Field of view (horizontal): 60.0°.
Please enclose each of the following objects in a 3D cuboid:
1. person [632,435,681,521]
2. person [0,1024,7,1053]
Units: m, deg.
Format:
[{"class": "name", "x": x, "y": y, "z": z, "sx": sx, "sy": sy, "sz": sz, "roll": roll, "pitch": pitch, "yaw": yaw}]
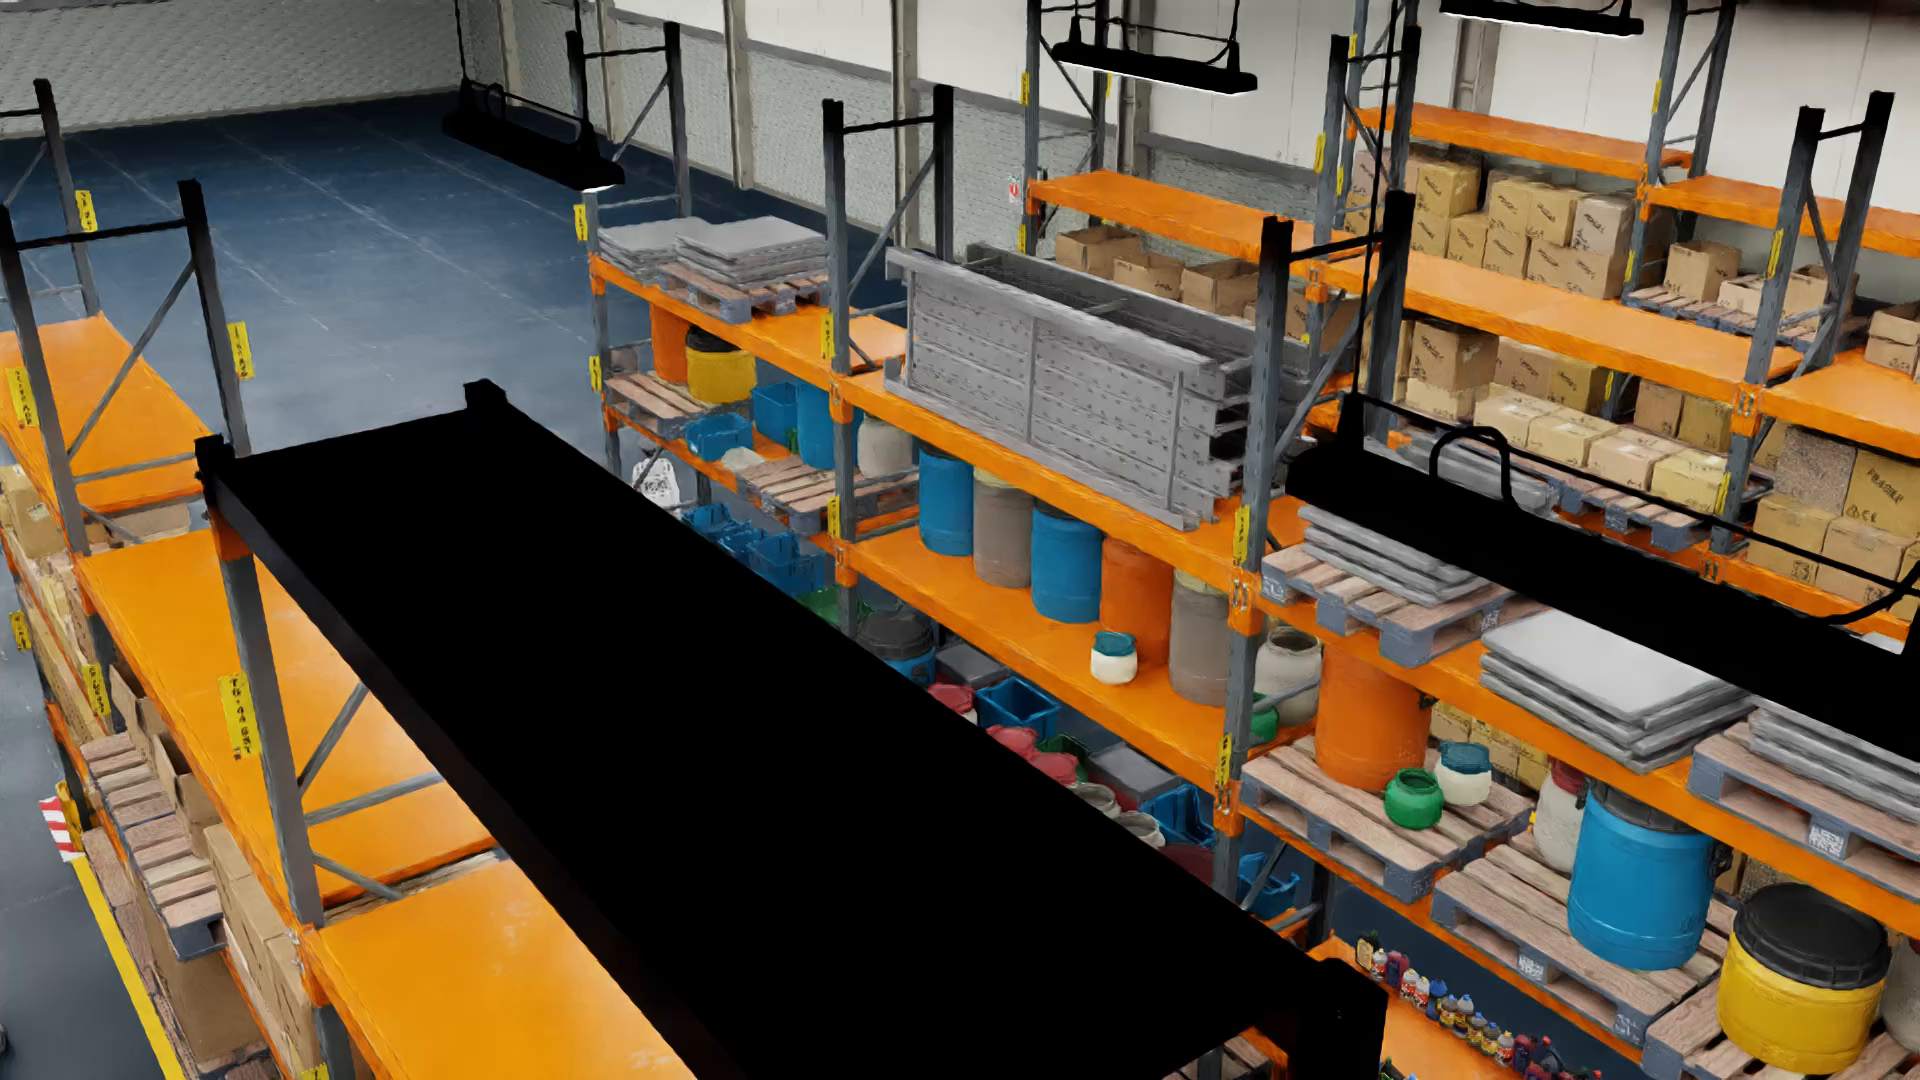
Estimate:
[{"class": "person", "x": -3.264, "y": -0.367, "z": 17.805, "sx": 0.481, "sy": 1.621, "sz": 0.981, "roll": -12, "pitch": 28, "yaw": -25}, {"class": "person", "x": -6.962, "y": 2.709, "z": 11.088, "sx": 0.814, "sy": 1.696, "sz": 0.700, "roll": 15, "pitch": 29, "yaw": 30}]
